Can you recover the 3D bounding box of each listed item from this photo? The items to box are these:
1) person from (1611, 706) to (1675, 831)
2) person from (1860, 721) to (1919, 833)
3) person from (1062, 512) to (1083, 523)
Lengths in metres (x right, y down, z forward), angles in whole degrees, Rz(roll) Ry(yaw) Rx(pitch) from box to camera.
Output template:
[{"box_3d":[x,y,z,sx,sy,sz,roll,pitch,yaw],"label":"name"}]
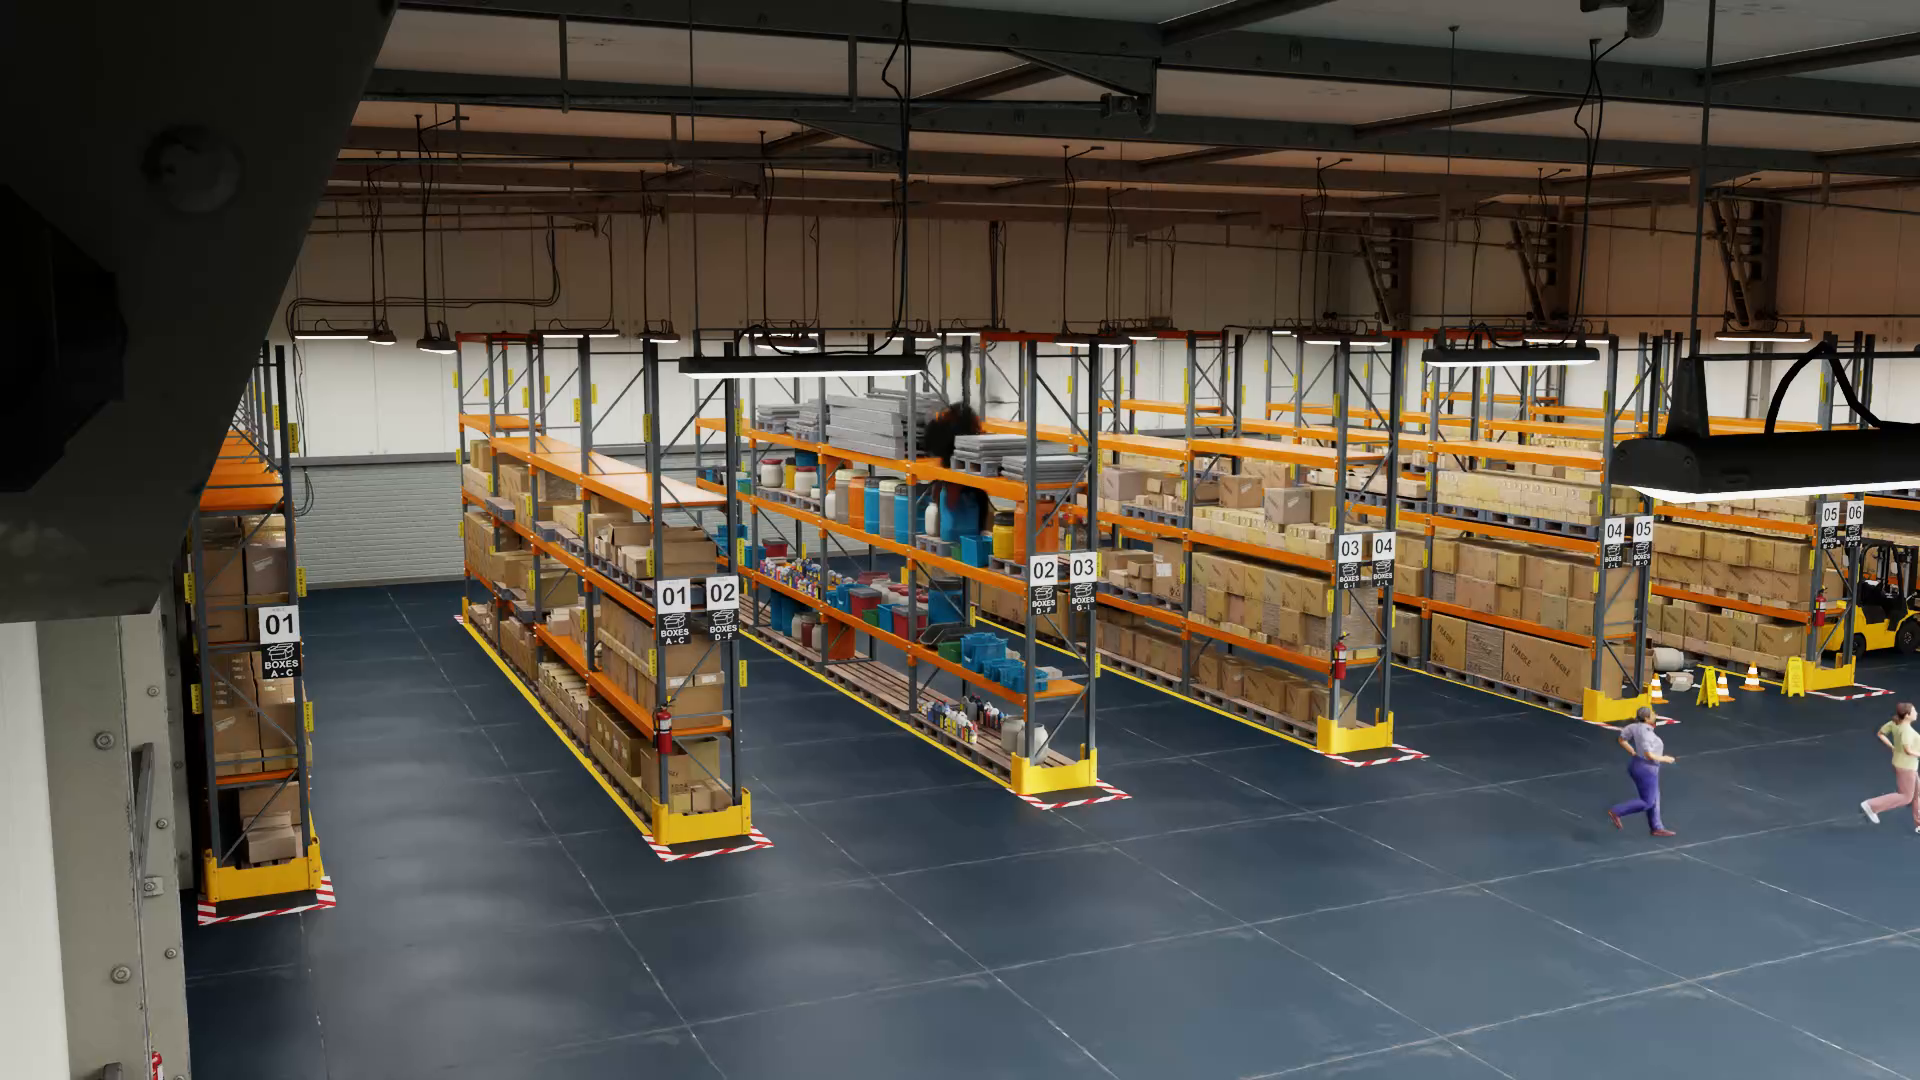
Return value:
[{"box_3d":[8.247,2.780,20.172,0.716,1.562,0.609,0,8,1],"label":"person"},{"box_3d":[11.550,2.906,20.351,0.970,1.382,0.543,1,8,10],"label":"person"},{"box_3d":[2.724,-0.107,41.634,1.010,1.681,0.760,-4,9,-26],"label":"person"}]
